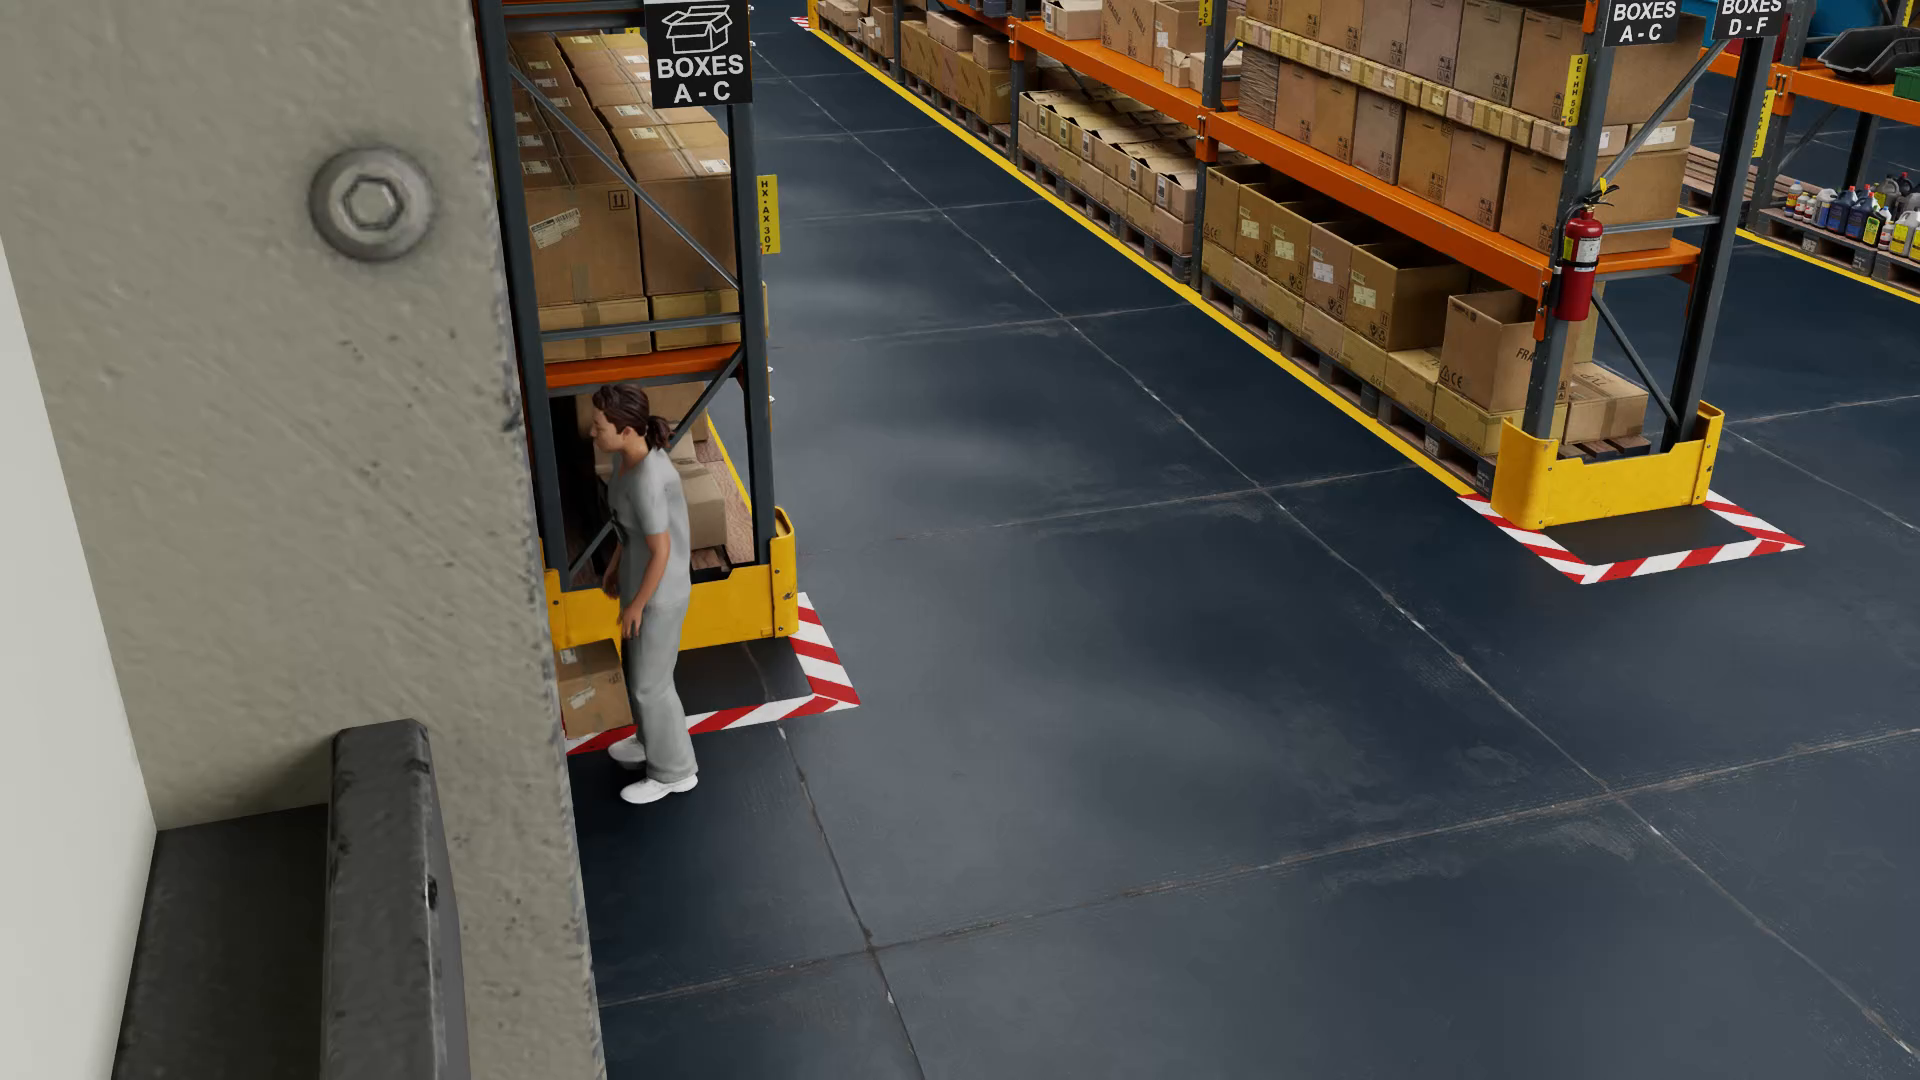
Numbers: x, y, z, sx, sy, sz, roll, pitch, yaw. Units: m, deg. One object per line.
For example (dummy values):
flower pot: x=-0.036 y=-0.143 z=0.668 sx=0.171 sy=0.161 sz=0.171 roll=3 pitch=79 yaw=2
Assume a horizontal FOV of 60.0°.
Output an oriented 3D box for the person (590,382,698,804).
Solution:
person: x=-1.184 y=0.190 z=6.231 sx=0.363 sy=1.675 sz=0.476 roll=-9 pitch=28 yaw=-17
